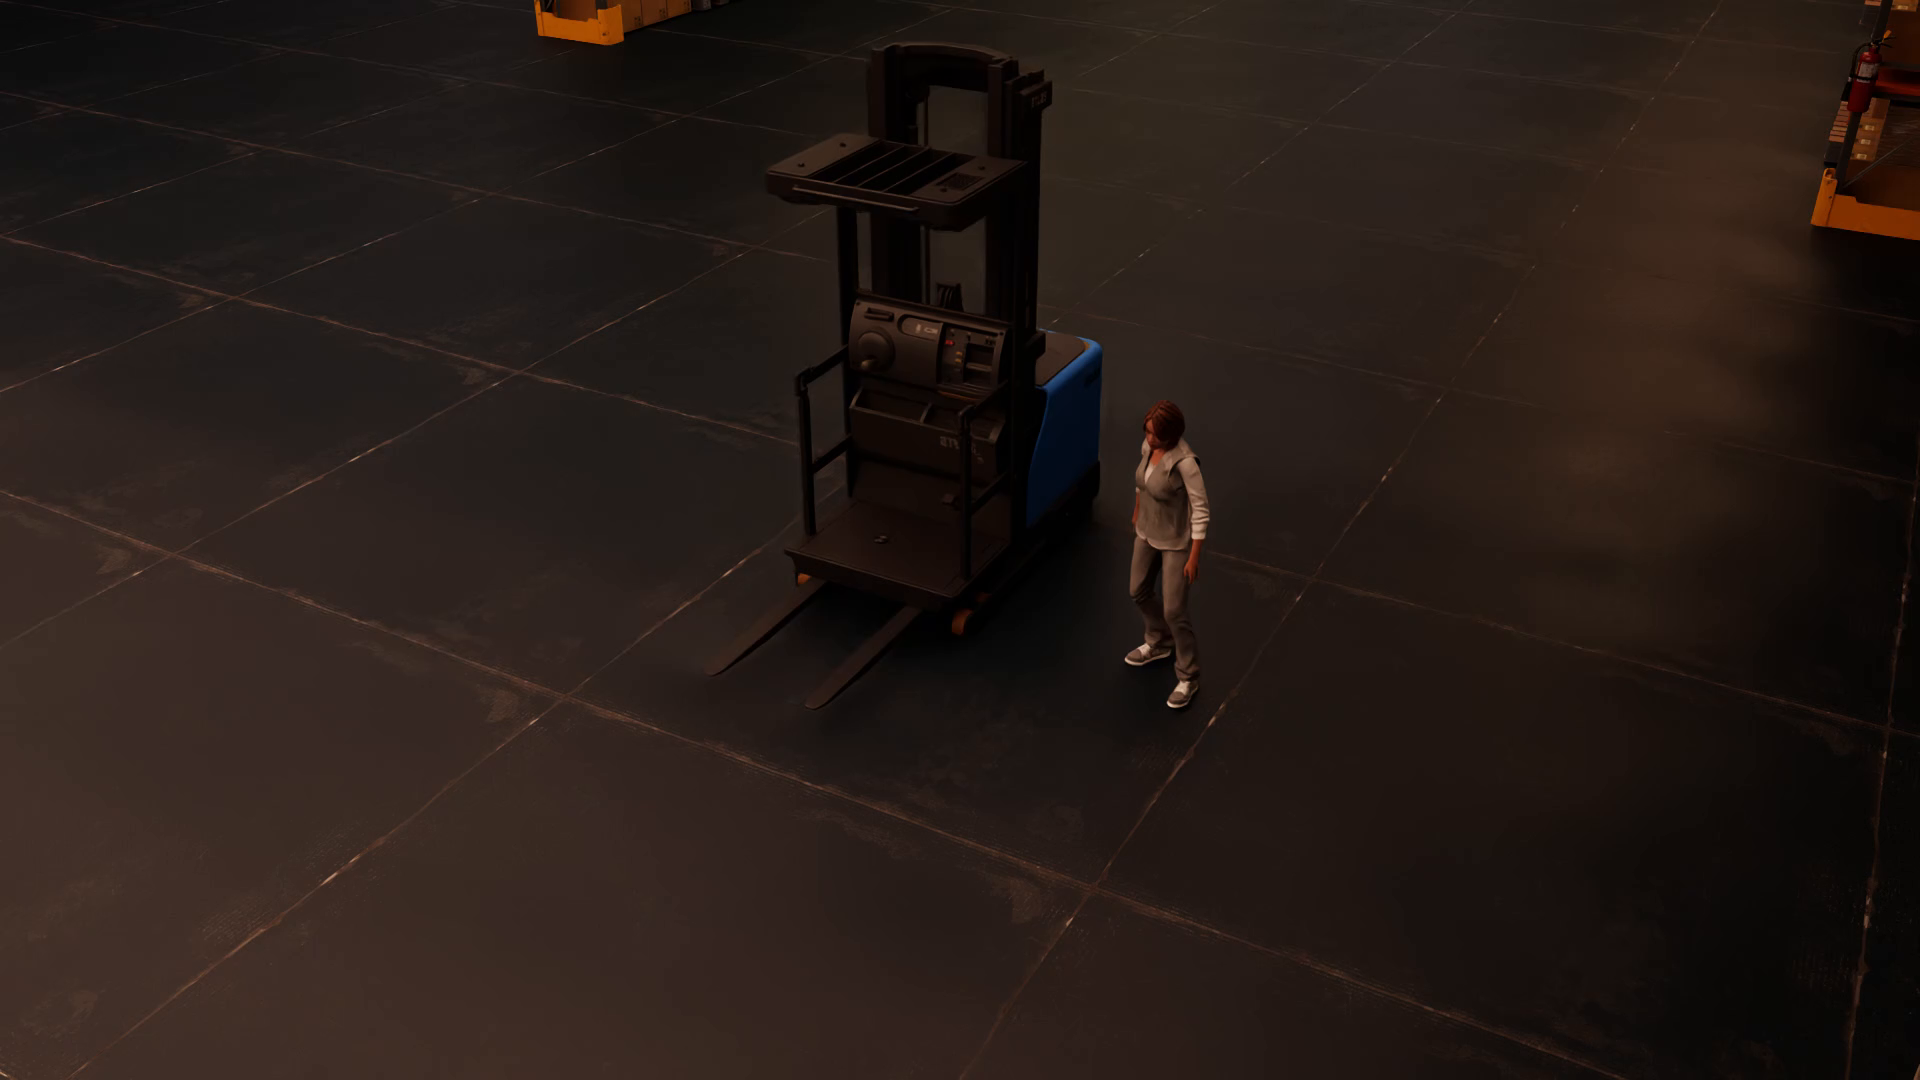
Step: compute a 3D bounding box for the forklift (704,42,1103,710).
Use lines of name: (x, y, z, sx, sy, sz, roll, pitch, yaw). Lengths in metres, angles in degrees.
forklift: (-0.281, -0.992, 8.790, 1.130, 2.935, 3.031, 15, 33, 24)

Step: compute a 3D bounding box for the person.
person: (1.051, 0.015, 8.413, 0.339, 1.569, 0.687, -17, 34, -26)
